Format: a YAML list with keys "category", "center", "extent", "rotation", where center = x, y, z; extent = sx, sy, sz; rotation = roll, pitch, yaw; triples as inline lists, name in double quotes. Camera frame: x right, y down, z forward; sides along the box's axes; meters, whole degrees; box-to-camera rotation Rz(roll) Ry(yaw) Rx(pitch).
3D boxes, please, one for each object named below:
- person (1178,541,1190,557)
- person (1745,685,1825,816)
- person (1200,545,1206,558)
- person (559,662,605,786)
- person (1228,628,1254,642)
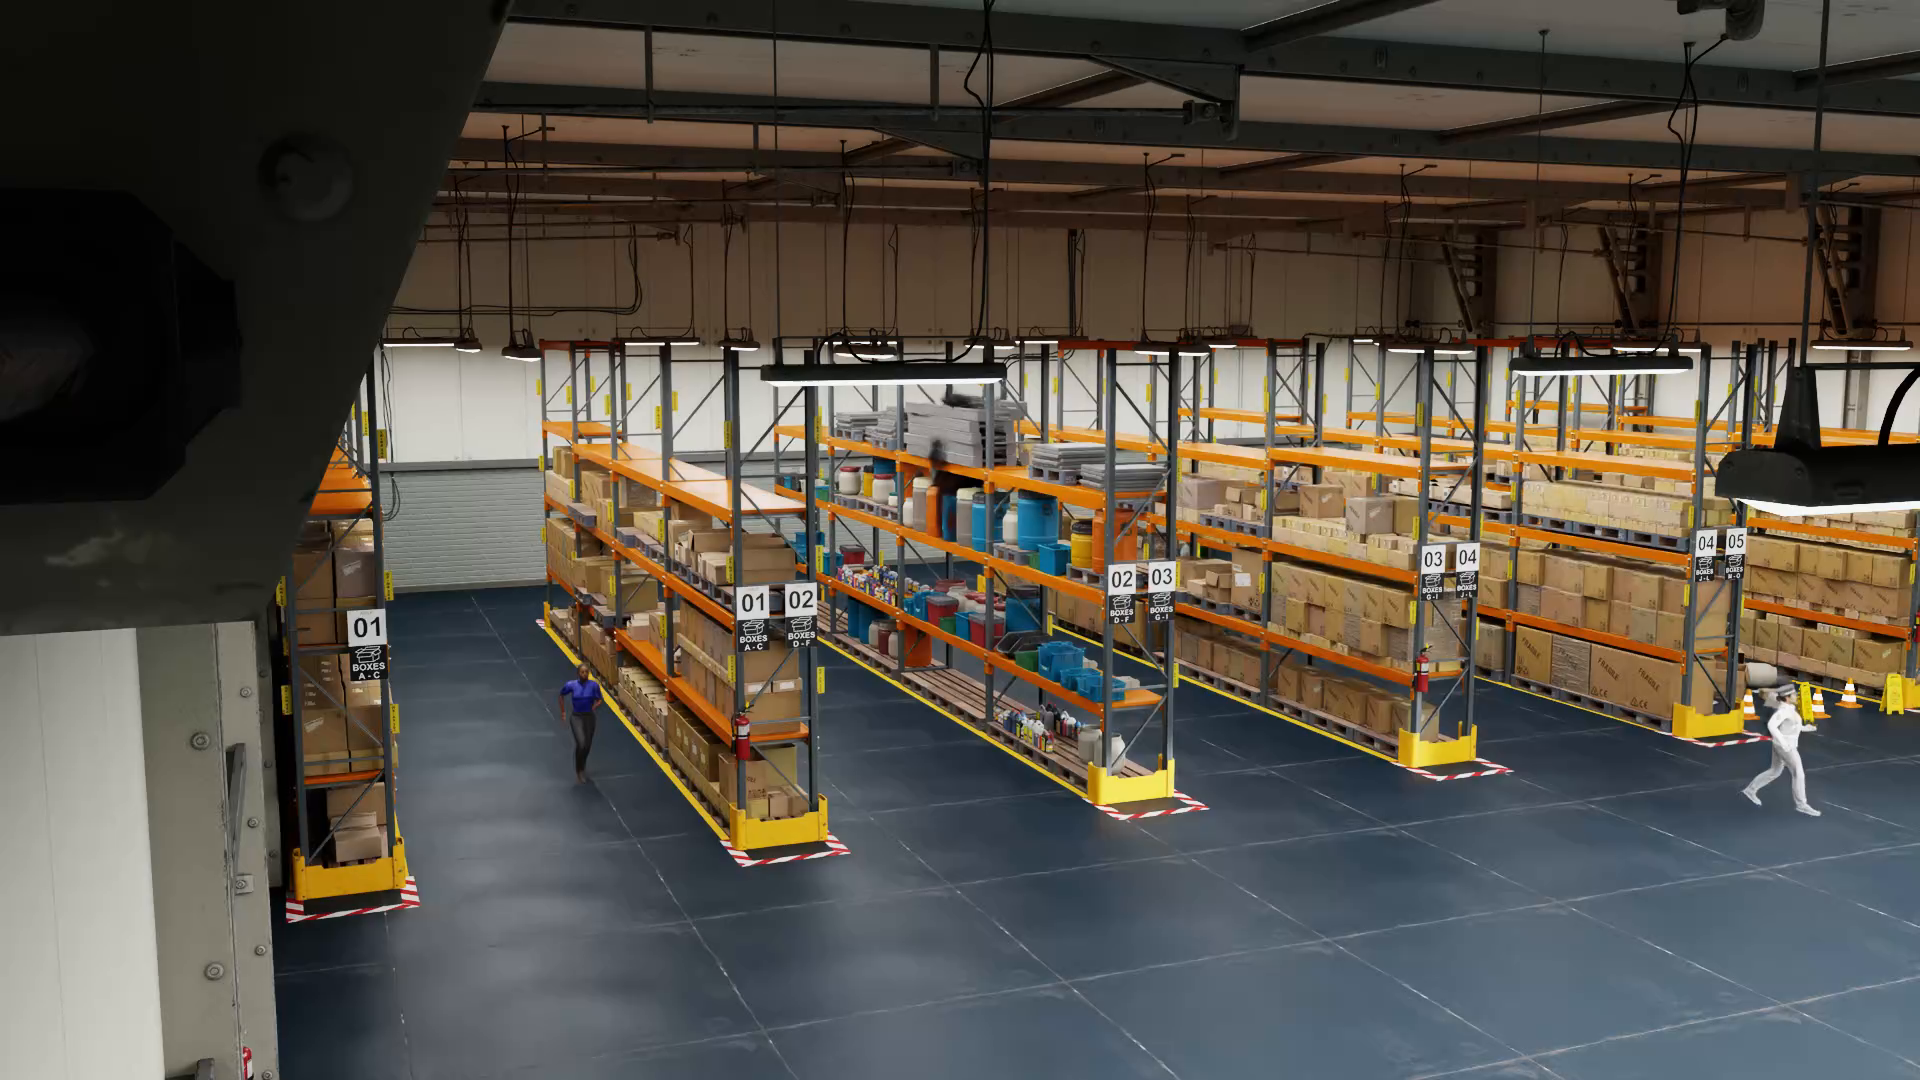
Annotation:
- category: "person"
  center: [5.787, 0.082, 41.882]
  extent: [0.547, 1.623, 0.597]
  rotation: [-3, 8, -23]
- category: "person"
  center: [10.694, 2.685, 21.469]
  extent: [0.936, 1.677, 0.627]
  rotation: [3, 8, 21]
- category: "person"
  center: [6.077, 0.054, 41.761]
  extent: [0.506, 1.704, 0.738]
  rotation: [4, 8, 27]
- category: "person"
  center: [-5.202, 2.542, 23.006]
  extent: [0.537, 1.698, 0.827]
  rotation: [-4, 9, -30]
- category: "person"
  center: [5.419, 1.284, 32.078]
  extent: [0.692, 1.862, 0.882]
  rotation: [-3, 8, -20]
